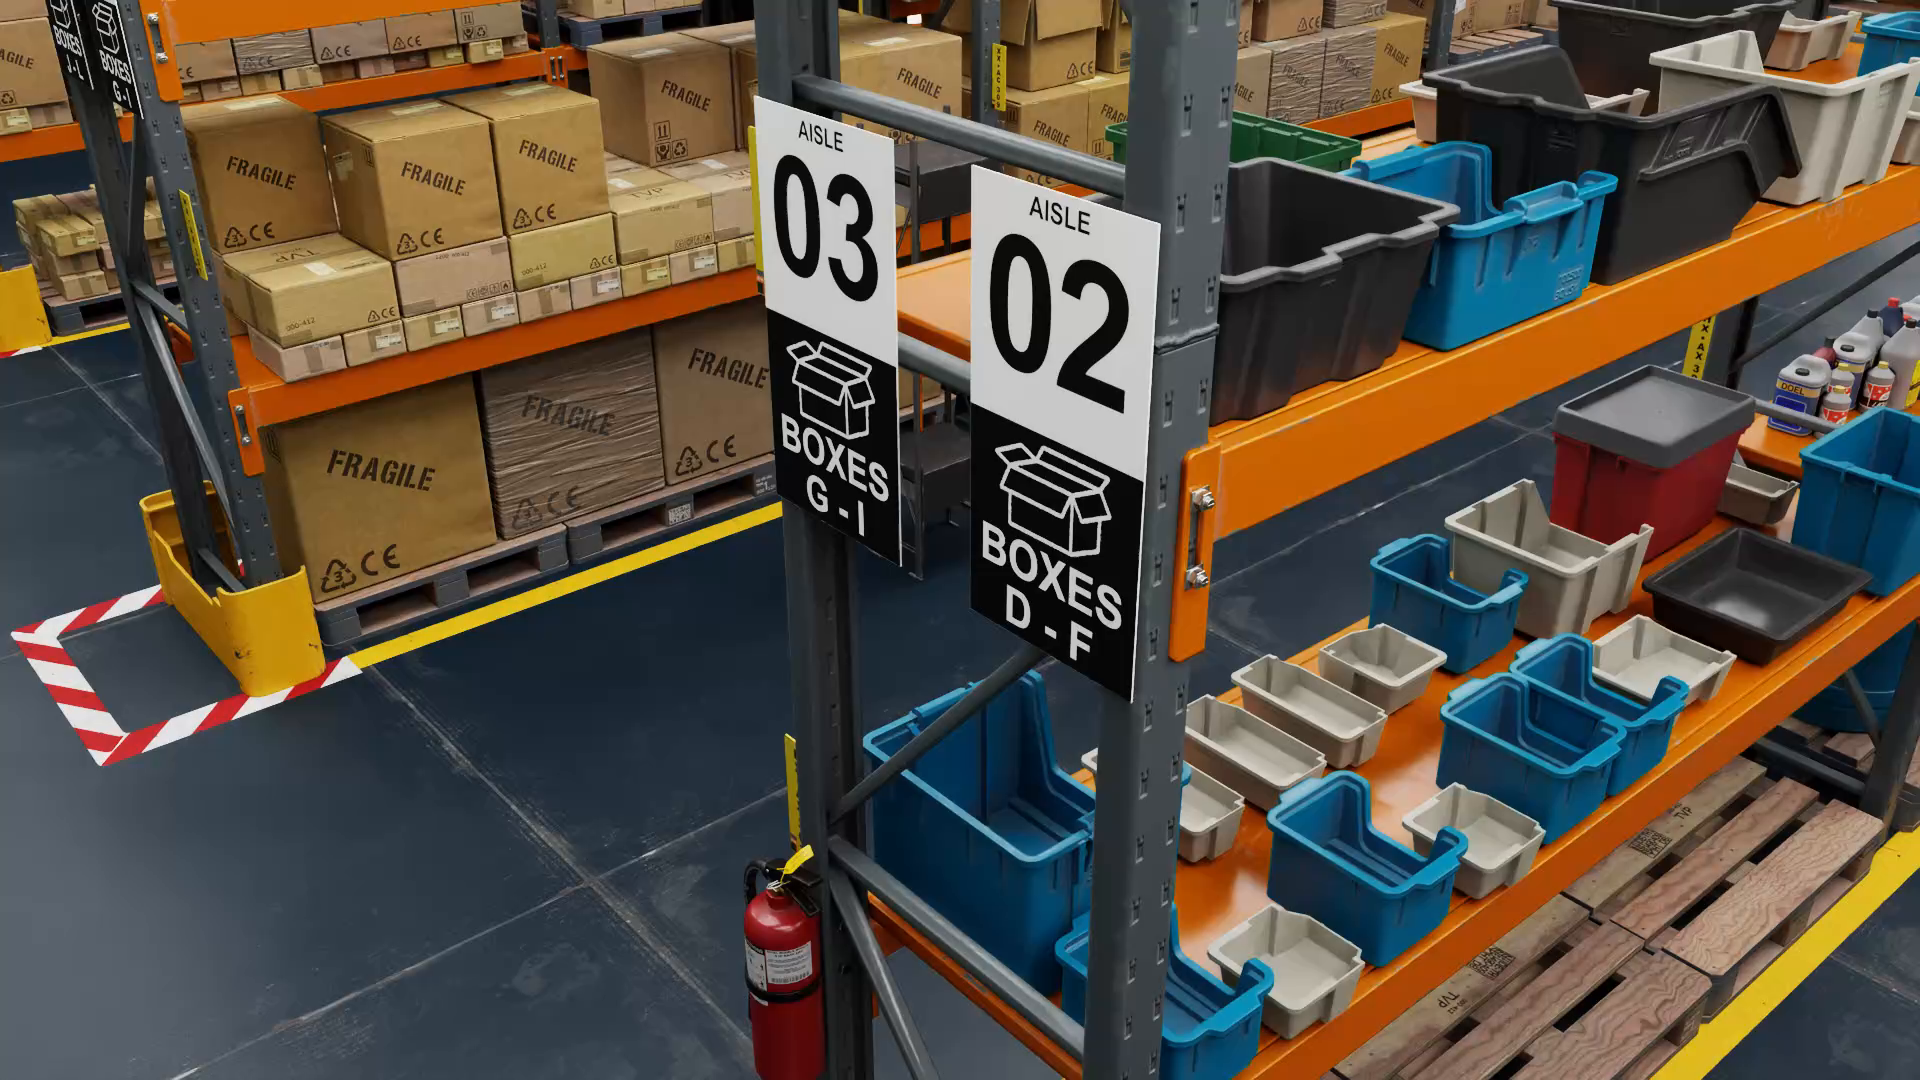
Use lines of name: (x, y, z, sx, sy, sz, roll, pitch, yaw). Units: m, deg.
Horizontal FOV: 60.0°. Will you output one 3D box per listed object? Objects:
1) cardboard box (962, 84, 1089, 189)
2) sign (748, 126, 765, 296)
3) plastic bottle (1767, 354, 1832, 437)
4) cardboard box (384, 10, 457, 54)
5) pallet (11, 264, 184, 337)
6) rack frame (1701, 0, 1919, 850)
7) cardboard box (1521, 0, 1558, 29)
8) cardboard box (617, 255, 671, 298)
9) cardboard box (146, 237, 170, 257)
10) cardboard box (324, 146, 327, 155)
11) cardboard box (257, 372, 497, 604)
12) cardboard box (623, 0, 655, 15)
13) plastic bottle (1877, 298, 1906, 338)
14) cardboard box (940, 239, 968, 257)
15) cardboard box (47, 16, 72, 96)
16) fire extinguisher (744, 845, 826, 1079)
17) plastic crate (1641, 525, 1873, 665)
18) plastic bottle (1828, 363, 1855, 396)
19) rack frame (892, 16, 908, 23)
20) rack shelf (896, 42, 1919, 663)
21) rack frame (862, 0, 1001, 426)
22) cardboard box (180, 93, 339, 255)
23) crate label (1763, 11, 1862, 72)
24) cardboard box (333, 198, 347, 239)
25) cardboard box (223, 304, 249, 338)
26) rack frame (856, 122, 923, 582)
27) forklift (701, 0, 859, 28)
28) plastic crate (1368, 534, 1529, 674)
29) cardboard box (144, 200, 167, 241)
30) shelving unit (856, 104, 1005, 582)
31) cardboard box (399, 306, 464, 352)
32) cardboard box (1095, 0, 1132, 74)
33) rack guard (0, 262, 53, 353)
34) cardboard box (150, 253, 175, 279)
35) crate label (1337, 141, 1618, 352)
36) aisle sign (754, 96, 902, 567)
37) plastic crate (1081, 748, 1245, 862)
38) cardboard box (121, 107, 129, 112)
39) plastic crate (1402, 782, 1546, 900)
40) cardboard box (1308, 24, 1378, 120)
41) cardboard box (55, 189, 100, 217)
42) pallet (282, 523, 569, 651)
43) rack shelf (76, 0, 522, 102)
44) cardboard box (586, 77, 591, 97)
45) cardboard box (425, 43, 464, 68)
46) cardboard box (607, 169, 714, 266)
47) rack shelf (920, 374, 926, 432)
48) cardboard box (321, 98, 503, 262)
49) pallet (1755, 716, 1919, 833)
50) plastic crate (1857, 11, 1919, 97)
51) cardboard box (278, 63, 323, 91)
cardboard box: (0.349, -2.234, 9.142, 0.500, 0.500, 0.500, -22, 35, -35)
sign: (-0.361, -0.609, 3.135, 0.005, 0.325, 0.100, -22, 35, -35)
plastic bottle: (3.142, -0.545, 6.219, 0.135, 0.276, 0.152, -22, 35, -35)
cardboard box: (-3.886, -3.716, 11.600, 0.500, 0.500, 0.500, -23, 36, -36)
pallet: (-5.649, -1.754, 11.308, 1.213, 0.211, 1.003, -22, 35, -35)
rack frame: (3.052, -0.363, 5.747, 0.127, 3.000, 1.000, -22, 35, -35)
cardboard box: (4.304, -3.912, 12.102, 0.500, 0.250, 0.500, -23, 36, -36)
cardboard box: (-1.552, -1.266, 7.703, 0.250, 0.149, 0.380, -23, 36, -36)
cardboard box: (-5.409, -2.022, 11.115, 0.250, 0.149, 0.380, -21, 35, -34)
cardboard box: (-4.541, -2.813, 12.279, 0.250, 0.149, 0.380, -21, 35, -34)
cardboard box: (-2.771, -0.388, 7.602, 0.875, 0.875, 0.875, -22, 35, -35)
cardboard box: (-2.500, -4.065, 12.496, 0.250, 0.149, 0.380, -21, 35, -34)
plastic bottle: (3.679, -0.797, 6.610, 0.185, 0.351, 0.144, -22, 35, -35)
cardboard box: (0.311, -1.590, 9.852, 0.875, 0.875, 1.225, -22, 35, -35)
cardboard box: (-5.437, -3.111, 10.468, 0.500, 0.500, 0.500, -22, 35, -35)
fire extinguisher: (-0.401, 0.942, 3.782, 0.183, 0.674, 0.296, -22, 35, -35)
plastic crate: (2.375, 0.170, 4.977, 0.590, 0.125, 0.437, -22, 35, -35)
plastic bottle: (3.353, -0.576, 6.357, 0.097, 0.201, 0.097, 0, 28, 0)
rack frame: (-0.262, -5.172, 14.746, 0.127, 3.000, 1.000, -22, 35, -35)
rack shelf: (1.530, -0.757, 4.065, 4.000, 0.370, 1.077, -22, 35, -35)
rack frame: (-0.163, -2.139, 9.070, 0.127, 3.000, 1.000, -22, 35, -35)
cardboard box: (-3.006, -1.555, 7.024, 0.500, 0.500, 0.500, -21, 35, -34)
crate label: (2.492, -1.524, 5.016, 0.466, 0.136, 0.293, -22, 35, -35)
cardboard box: (-2.623, -1.379, 7.491, 0.500, 0.250, 0.500, -23, 35, -36)
cardboard box: (-3.149, -1.032, 7.265, 0.250, 0.149, 0.380, -21, 35, -34)
rack frame: (-0.312, -0.801, 7.521, 0.015, 2.100, 0.400, -22, 35, -35)
forklift: (-0.825, -3.018, 10.788, 3.031, 2.935, 1.130, -24, 37, -38)
plastic crate: (1.405, 0.188, 4.830, 0.300, 0.233, 0.416, -22, 35, -35)
cardboard box: (-5.323, -2.112, 10.968, 0.250, 0.149, 0.380, -22, 35, -35)
shelving unit: (-0.126, -0.875, 7.660, 0.503, 2.100, 0.431, -22, 35, -35)
cardboard box: (-2.333, -0.952, 7.116, 0.250, 0.149, 0.380, -23, 36, -36)
cardboard box: (0.847, -3.030, 9.567, 0.637, 0.503, 0.797, -21, 35, -34)
rack guard: (-6.290, -1.646, 10.799, 0.348, 0.500, 1.175, -22, 35, -35)
cardboard box: (-5.412, -1.886, 11.176, 0.250, 0.149, 0.380, -21, 35, -34)
crate label: (0.920, -0.563, 3.097, 0.502, 0.251, 0.408, -22, 35, -35)
aisle sign: (-0.236, -0.369, 3.000, 0.004, 0.787, 0.394, -22, 35, -35)
plastic crate: (0.512, 0.636, 4.094, 0.243, 0.136, 0.396, -22, 35, -35)
cardboard box: (-5.375, -2.880, 10.723, 0.250, 0.149, 0.380, -20, 34, -33)
plastic crate: (1.224, 0.717, 3.942, 0.298, 0.136, 0.250, -22, 35, -35)
cardboard box: (2.282, -3.017, 10.606, 0.500, 0.500, 0.500, -22, 35, -35)
cardboard box: (-5.882, -2.224, 11.177, 0.250, 0.149, 0.380, -21, 35, -34)
pallet: (-2.648, 0.042, 7.948, 1.213, 0.211, 1.003, -22, 35, -35)
rack shelf: (-1.684, -2.533, 7.388, 4.000, 0.370, 1.077, -22, 35, -35)
cardboard box: (-2.572, -3.493, 13.015, 0.500, 0.250, 0.500, -24, 36, -37)
cardboard box: (-3.738, -3.488, 11.861, 0.250, 0.149, 0.380, -20, 34, -33)
cardboard box: (-1.496, -1.506, 7.729, 0.500, 0.250, 0.500, -23, 36, -36)
rack shelf: (-0.126, -0.863, 7.667, 0.480, 0.518, 0.431, -22, 35, -35)
cardboard box: (-2.285, -1.514, 6.949, 0.500, 0.500, 0.500, -23, 36, -36)
pallet: (3.666, 0.646, 6.818, 1.213, 0.211, 1.003, -22, 35, -35)
plastic crate: (2.566, -1.219, 4.344, 0.300, 0.233, 0.416, -22, 35, -35)
cardboard box: (-4.513, -3.162, 11.252, 0.250, 0.149, 0.380, -21, 35, -34)
